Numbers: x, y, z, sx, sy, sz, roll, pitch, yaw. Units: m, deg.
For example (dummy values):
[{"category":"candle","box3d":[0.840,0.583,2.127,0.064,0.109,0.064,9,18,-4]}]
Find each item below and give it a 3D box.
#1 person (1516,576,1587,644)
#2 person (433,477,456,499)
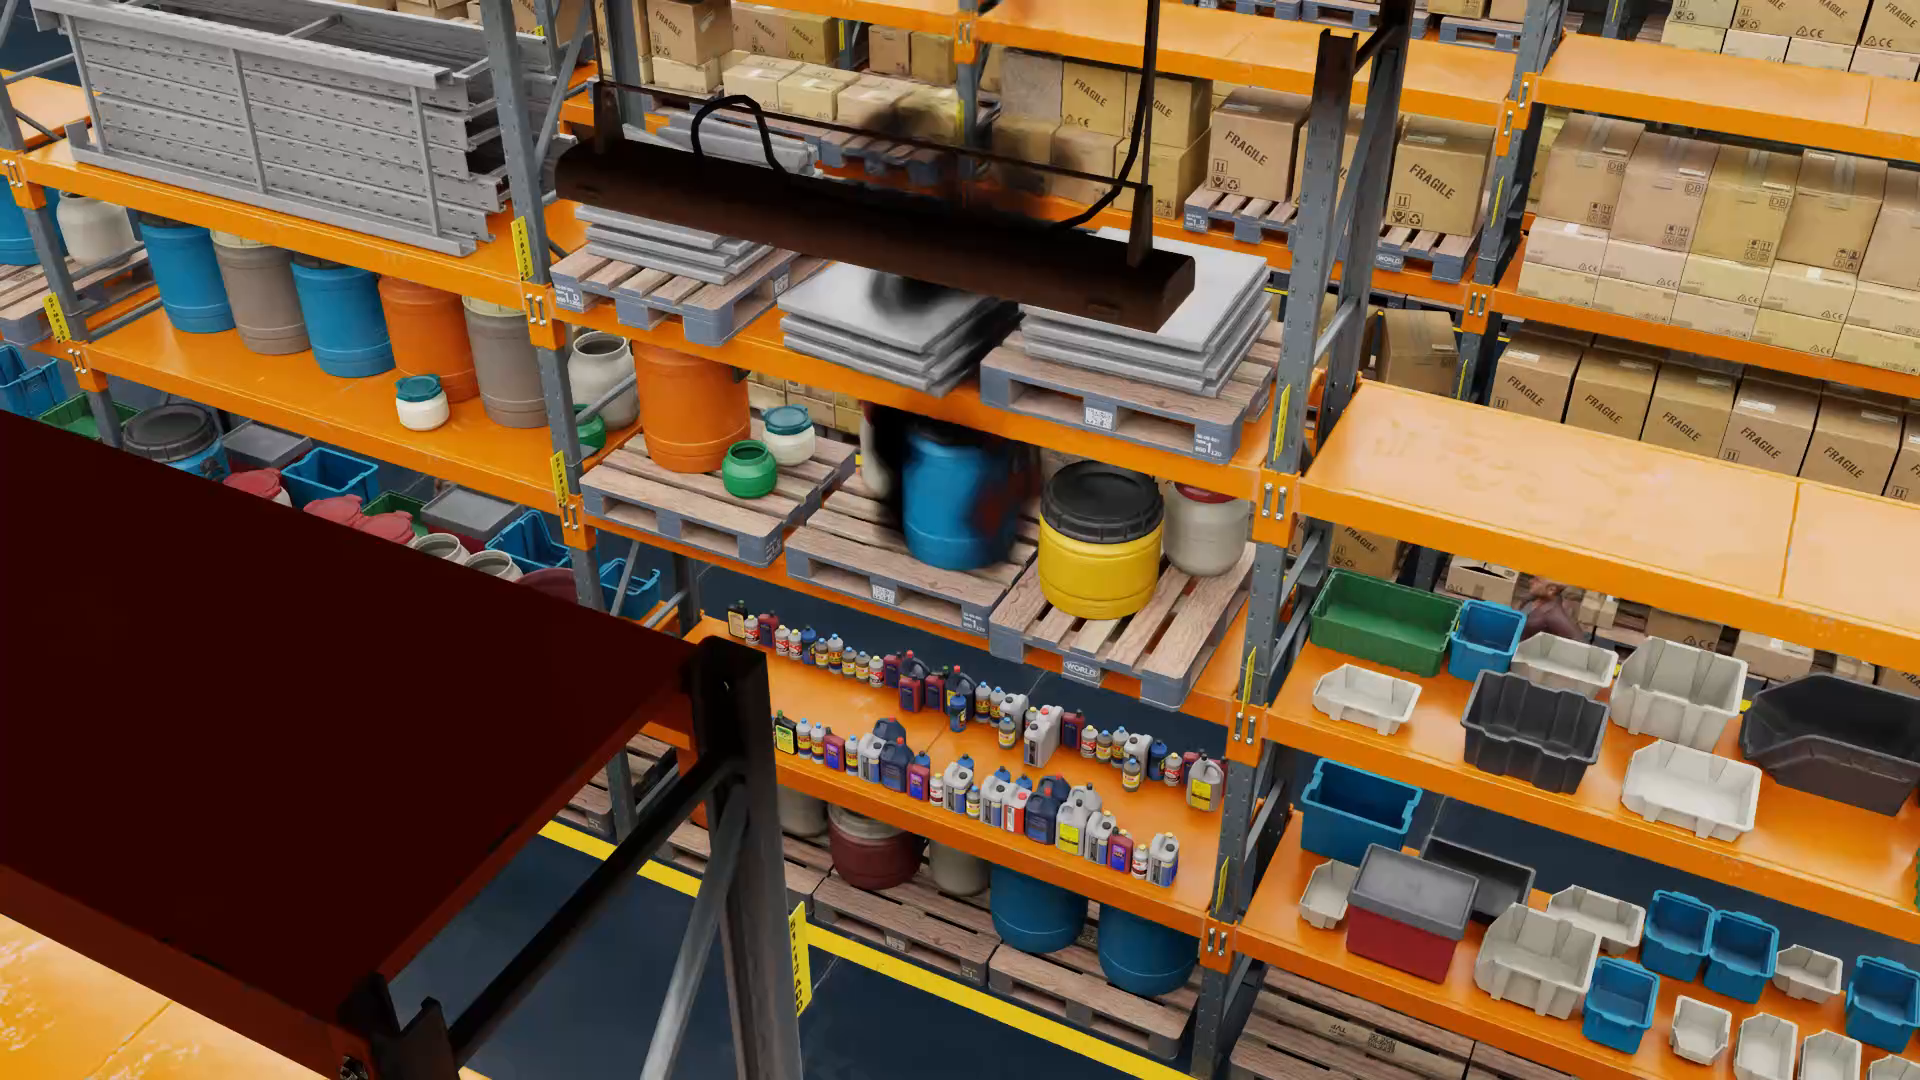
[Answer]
[{"category":"person","box3d":[3.782,0.921,11.027,0.906,1.834,0.668,10,36,14]},{"category":"person","box3d":[-3.930,-0.544,13.163,0.609,1.733,0.691,18,39,24]}]
